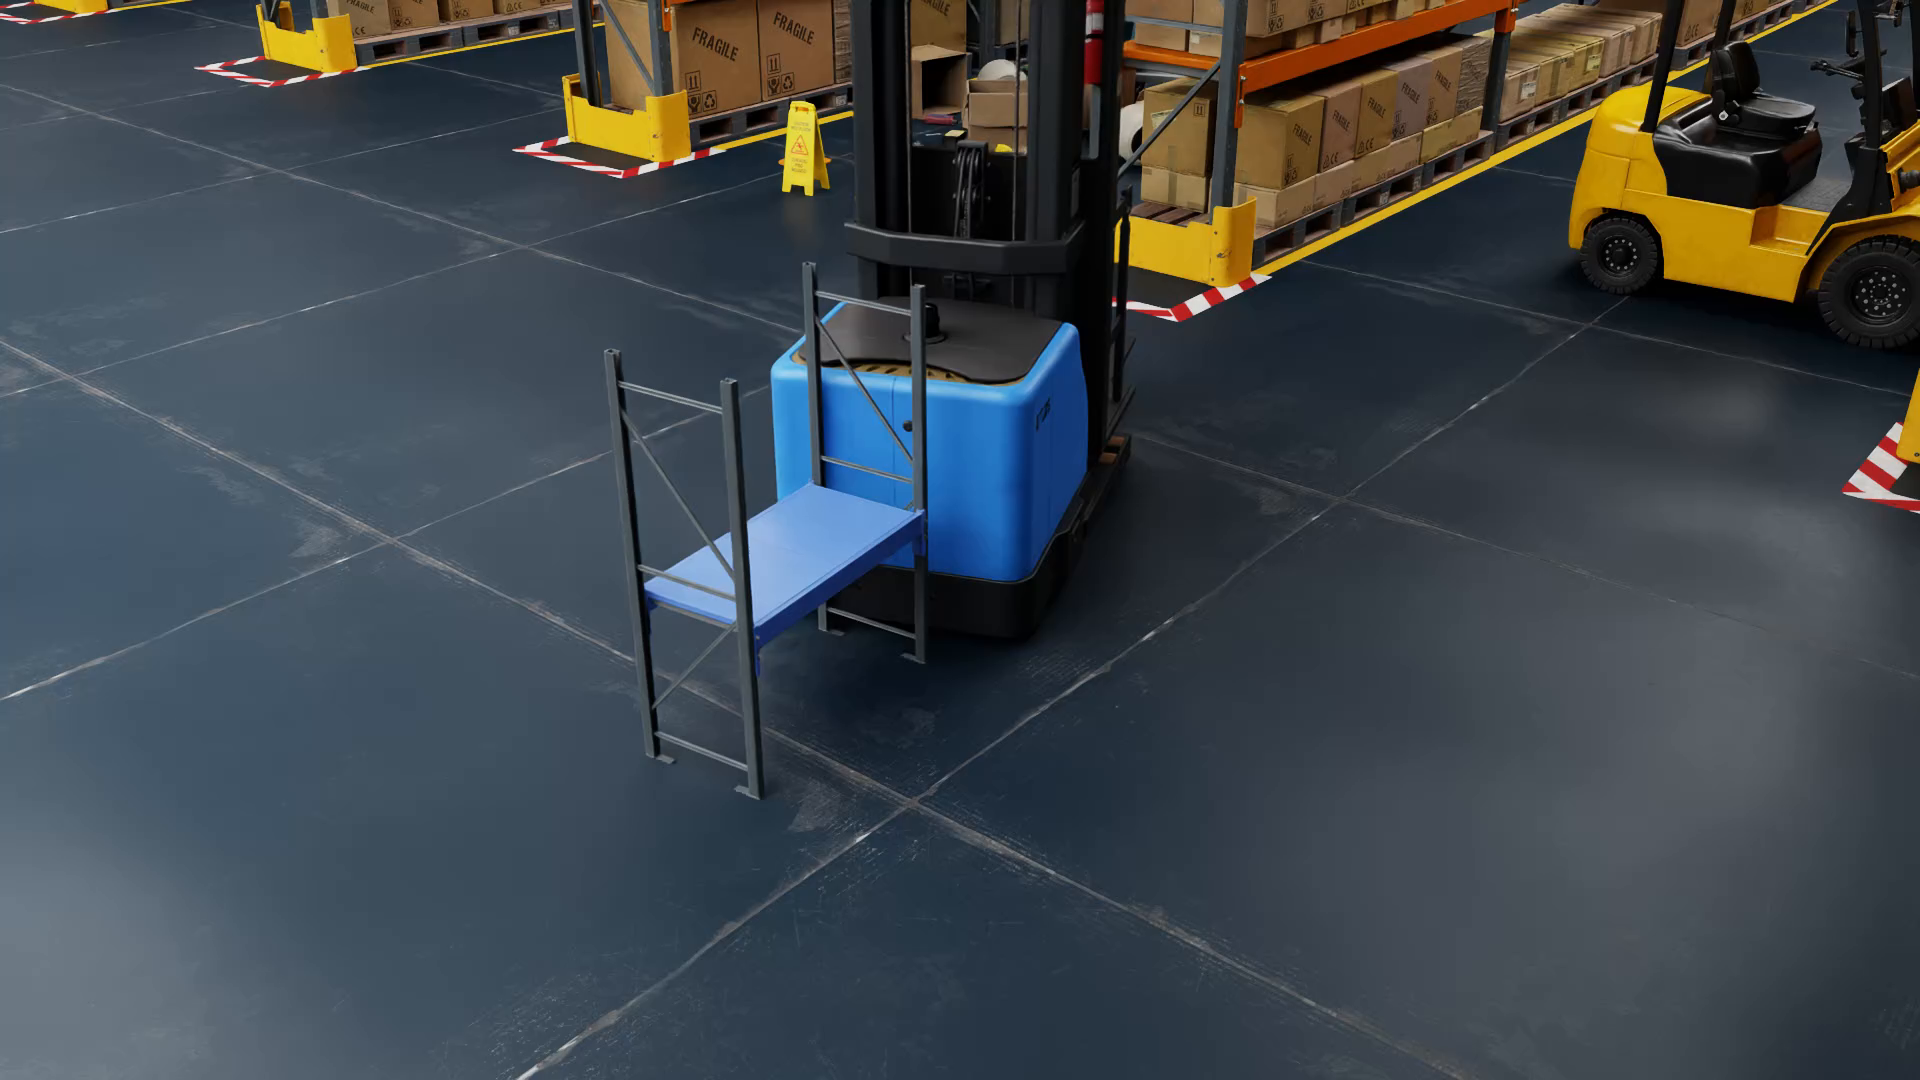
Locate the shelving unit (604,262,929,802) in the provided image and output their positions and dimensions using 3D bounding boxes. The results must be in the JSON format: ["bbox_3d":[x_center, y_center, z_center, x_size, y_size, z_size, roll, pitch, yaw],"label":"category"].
[{"bbox_3d":[-0.606,-0.057,5.727,0.538,1.500,1.048,16,31,28],"label":"shelving unit"}]

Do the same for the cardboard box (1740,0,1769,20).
[{"bbox_3d":[7.976,-6.013,17.465,0.875,0.875,0.875,22,35,36],"label":"cardboard box"}]

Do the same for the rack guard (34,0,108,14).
[{"bbox_3d":[-10.212,-6.356,18.992,1.175,0.500,0.348,21,34,34],"label":"rack guard"}]

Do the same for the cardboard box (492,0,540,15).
[{"bbox_3d":[-4.836,-5.894,17.642,0.500,0.500,0.500,17,32,30],"label":"cardboard box"}]

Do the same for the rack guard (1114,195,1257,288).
[{"bbox_3d":[1.293,-1.998,10.569,1.175,0.500,0.348,21,34,34],"label":"rack guard"}]

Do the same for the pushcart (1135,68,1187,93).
[{"bbox_3d":[1.998,-3.984,14.540,1.648,0.377,0.936,9,29,17],"label":"pushcart"}]

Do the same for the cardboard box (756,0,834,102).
[{"bbox_3d":[-1.701,-4.308,14.168,0.875,0.875,0.875,20,34,34],"label":"cardboard box"}]

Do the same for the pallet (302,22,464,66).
[{"bbox_3d":[-5.810,-5.044,16.771,1.003,0.211,1.213,21,34,34],"label":"pallet"}]

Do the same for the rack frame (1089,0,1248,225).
[{"bbox_3d":[1.245,-3.082,9.942,1.000,3.000,0.127,21,34,34],"label":"rack frame"}]

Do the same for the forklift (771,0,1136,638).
[{"bbox_3d":[0.183,-1.585,7.124,1.130,2.935,3.031,8,28,15],"label":"forklift"}]

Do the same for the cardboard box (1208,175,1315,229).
[{"bbox_3d":[1.971,-2.252,10.874,0.500,0.250,0.500,20,34,34],"label":"cardboard box"}]

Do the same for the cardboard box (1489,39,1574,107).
[{"bbox_3d":[4.575,-3.962,14.047,0.950,0.372,0.625,23,35,37],"label":"cardboard box"}]

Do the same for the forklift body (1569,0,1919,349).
[{"bbox_3d":[4.876,-2.461,9.666,2.313,2.155,1.214,21,34,34],"label":"forklift body"}]

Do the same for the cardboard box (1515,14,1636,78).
[{"bbox_3d":[5.503,-4.476,15.041,0.950,0.372,0.625,20,33,33],"label":"cardboard box"}]

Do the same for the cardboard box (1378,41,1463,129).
[{"bbox_3d":[3.298,-3.329,12.140,0.500,0.500,0.500,21,34,35],"label":"cardboard box"}]

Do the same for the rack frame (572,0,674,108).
[{"bbox_3d":[-2.639,-4.492,12.670,1.000,3.000,0.127,21,34,34],"label":"rack frame"}]

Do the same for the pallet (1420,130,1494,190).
[{"bbox_3d":[3.389,-3.013,12.844,1.003,0.211,1.213,21,34,34],"label":"pallet"}]

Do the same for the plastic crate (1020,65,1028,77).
[{"bbox_3d":[0.806,-4.243,15.185,0.662,0.188,0.450,-10,19,-18],"label":"plastic crate"}]

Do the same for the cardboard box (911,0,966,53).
[{"bbox_3d":[-0.549,-4.951,15.411,0.875,0.875,0.875,21,34,35],"label":"cardboard box"}]

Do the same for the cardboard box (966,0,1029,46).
[{"bbox_3d":[0.231,-5.344,16.308,1.050,0.750,0.750,21,34,34],"label":"cardboard box"}]

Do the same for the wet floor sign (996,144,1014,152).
[{"bbox_3d":[0.298,-2.281,10.958,0.232,0.644,0.267,-15,31,-27],"label":"wet floor sign"}]

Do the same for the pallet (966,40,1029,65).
[{"bbox_3d":[0.338,-4.968,16.623,1.003,0.211,1.213,21,34,34],"label":"pallet"}]

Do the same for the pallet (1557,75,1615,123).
[{"bbox_3d":[5.059,-3.972,14.699,1.003,0.211,1.213,21,34,34],"label":"pallet"}]

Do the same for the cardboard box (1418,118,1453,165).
[{"bbox_3d":[3.290,-2.985,12.291,0.500,0.250,0.500,20,33,33],"label":"cardboard box"}]

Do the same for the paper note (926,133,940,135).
[{"bbox_3d":[-0.218,-3.344,13.703,0.123,0.001,0.032,-10,29,-18],"label":"paper note"}]

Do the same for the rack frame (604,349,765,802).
[{"bbox_3d":[-0.874,0.142,5.344,0.500,1.500,0.032,16,31,28],"label":"rack frame"}]

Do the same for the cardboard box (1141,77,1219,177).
[{"bbox_3d":[1.553,-2.740,11.002,0.500,0.500,0.500,21,34,35],"label":"cardboard box"}]

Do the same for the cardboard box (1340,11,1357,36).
[{"bbox_3d":[2.337,-3.372,10.777,0.380,0.149,0.250,22,34,36],"label":"cardboard box"}]

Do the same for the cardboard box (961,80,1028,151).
[{"bbox_3d":[0.409,-3.336,13.150,0.797,0.503,0.637,0,27,0],"label":"cardboard box"}]

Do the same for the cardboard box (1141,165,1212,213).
[{"bbox_3d":[1.567,-2.421,11.200,0.500,0.250,0.500,21,34,34],"label":"cardboard box"}]

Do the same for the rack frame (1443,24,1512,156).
[{"bbox_3d":[3.789,-4.500,12.684,1.000,3.000,0.127,21,34,34],"label":"rack frame"}]

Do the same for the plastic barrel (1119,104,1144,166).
[{"bbox_3d":[1.390,-3.112,12.805,0.421,0.421,0.512,-5,28,-9],"label":"plastic barrel"}]

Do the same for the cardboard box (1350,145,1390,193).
[{"bbox_3d":[2.639,-2.628,11.601,0.500,0.250,0.500,24,35,38],"label":"cardboard box"}]

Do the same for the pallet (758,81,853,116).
[{"bbox_3d":[-1.415,-3.991,14.735,1.003,0.211,1.213,21,34,34],"label":"pallet"}]

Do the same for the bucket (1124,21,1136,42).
[{"bbox_3d":[1.598,-4.410,14.418,0.620,0.611,0.726,-5,26,-32],"label":"bucket"}]

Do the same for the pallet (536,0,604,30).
[{"bbox_3d":[-4.258,-5.909,18.443,1.003,0.211,1.213,21,34,34],"label":"pallet"}]

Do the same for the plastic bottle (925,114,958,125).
[{"bbox_3d":[-0.142,-3.551,14.048,0.283,0.061,0.133,9,29,17],"label":"plastic bottle"}]

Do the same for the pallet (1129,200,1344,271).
[{"bbox_3d":[1.837,-2.148,11.172,1.003,0.211,1.213,21,34,34],"label":"pallet"}]

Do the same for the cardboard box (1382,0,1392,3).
[{"bbox_3d":[2.727,-3.893,11.079,0.500,0.500,0.500,20,33,33],"label":"cardboard box"}]

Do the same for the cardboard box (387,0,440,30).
[{"bbox_3d":[-5.638,-5.493,16.866,0.500,0.500,0.500,-18,32,-31],"label":"cardboard box"}]

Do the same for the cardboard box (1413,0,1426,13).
[{"bbox_3d":[2.990,-3.742,11.492,0.380,0.149,0.250,20,33,34],"label":"cardboard box"}]

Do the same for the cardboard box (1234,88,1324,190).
[{"bbox_3d":[1.986,-2.594,10.719,0.500,0.500,0.500,19,33,33],"label":"cardboard box"}]

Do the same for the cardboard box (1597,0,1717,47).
[{"bbox_3d":[6.837,-5.381,16.243,0.875,0.875,0.875,20,34,34],"label":"cardboard box"}]

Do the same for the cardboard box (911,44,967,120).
[{"bbox_3d":[-0.290,-3.951,14.341,0.500,0.500,0.500,-21,34,-35],"label":"cardboard box"}]

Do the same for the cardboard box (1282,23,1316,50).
[{"bbox_3d":[2.002,-3.194,10.433,0.380,0.149,0.250,20,33,33],"label":"cardboard box"}]

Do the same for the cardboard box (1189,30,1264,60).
[{"bbox_3d":[1.621,-3.030,10.116,0.380,0.149,0.250,21,34,35],"label":"cardboard box"}]

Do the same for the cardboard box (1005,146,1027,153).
[{"bbox_3d":[0.519,-2.870,12.636,0.250,0.149,0.380,-10,29,-18],"label":"cardboard box"}]

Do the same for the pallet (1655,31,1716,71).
[{"bbox_3d":[6.893,-4.937,16.564,1.003,0.211,1.213,21,34,34],"label":"pallet"}]

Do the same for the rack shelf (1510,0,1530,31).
[{"bbox_3d":[5.061,-4.889,14.220,1.077,0.370,4.000,21,34,34],"label":"rack shelf"}]

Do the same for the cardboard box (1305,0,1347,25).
[{"bbox_3d":[2.087,-3.530,10.376,0.500,0.500,0.500,22,35,36],"label":"cardboard box"}]

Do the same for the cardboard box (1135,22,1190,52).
[{"bbox_3d":[1.318,-3.165,10.377,0.380,0.149,0.250,22,35,36],"label":"cardboard box"}]

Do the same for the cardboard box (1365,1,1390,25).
[{"bbox_3d":[2.649,-3.568,11.156,0.380,0.149,0.250,20,33,33],"label":"cardboard box"}]

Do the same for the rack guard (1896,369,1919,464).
[{"bbox_3d":[5.062,-0.514,7.699,1.175,0.500,0.348,21,34,34],"label":"rack guard"}]

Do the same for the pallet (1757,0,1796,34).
[{"bbox_3d":[8.445,-5.802,18.236,1.003,0.211,1.213,21,34,34],"label":"pallet"}]

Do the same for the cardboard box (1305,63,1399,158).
[{"bbox_3d":[2.641,-2.956,11.419,0.500,0.500,0.500,22,34,35],"label":"cardboard box"}]
